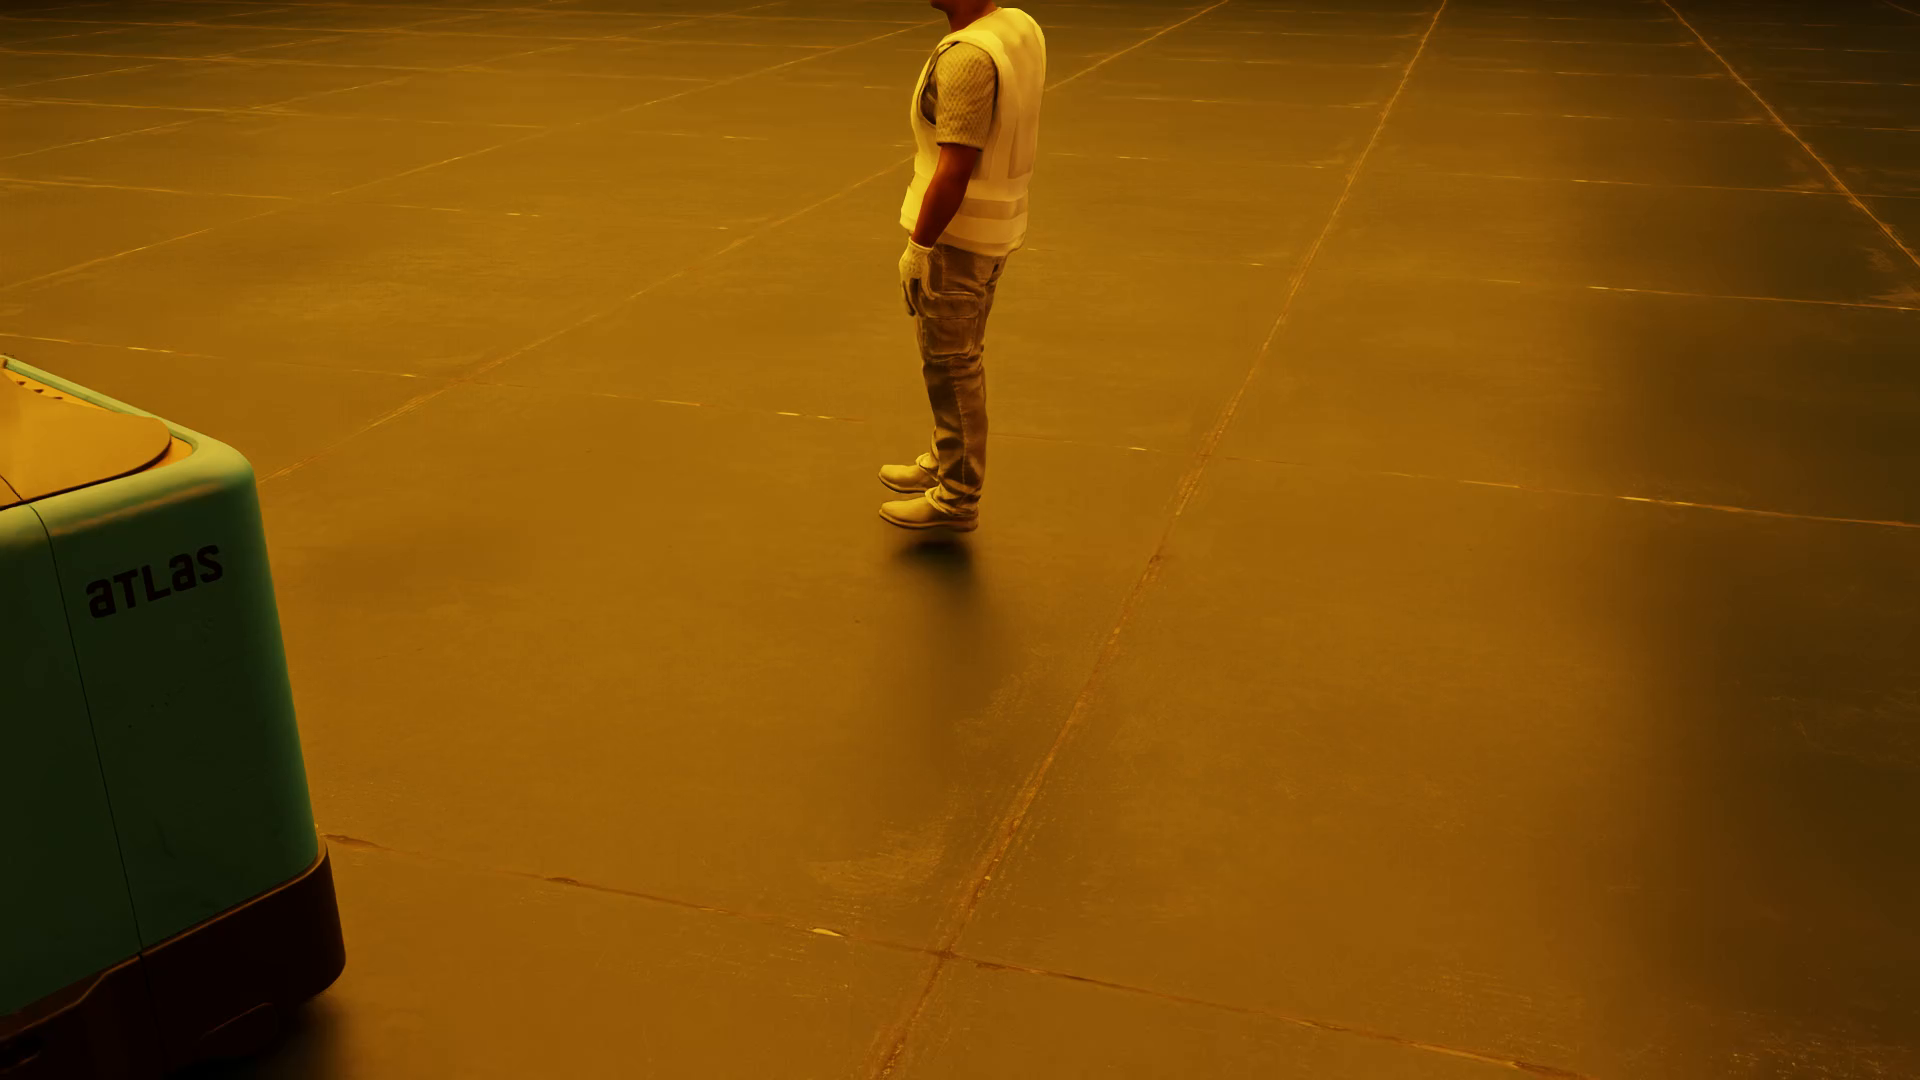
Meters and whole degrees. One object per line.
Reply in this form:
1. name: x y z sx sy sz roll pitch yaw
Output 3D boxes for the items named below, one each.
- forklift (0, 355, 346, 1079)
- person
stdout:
1. forklift: -2.443 -0.186 1.730 1.130 2.935 3.031 17 28 36
2. person: -0.067 -0.879 4.789 0.575 1.784 0.657 7 23 16
